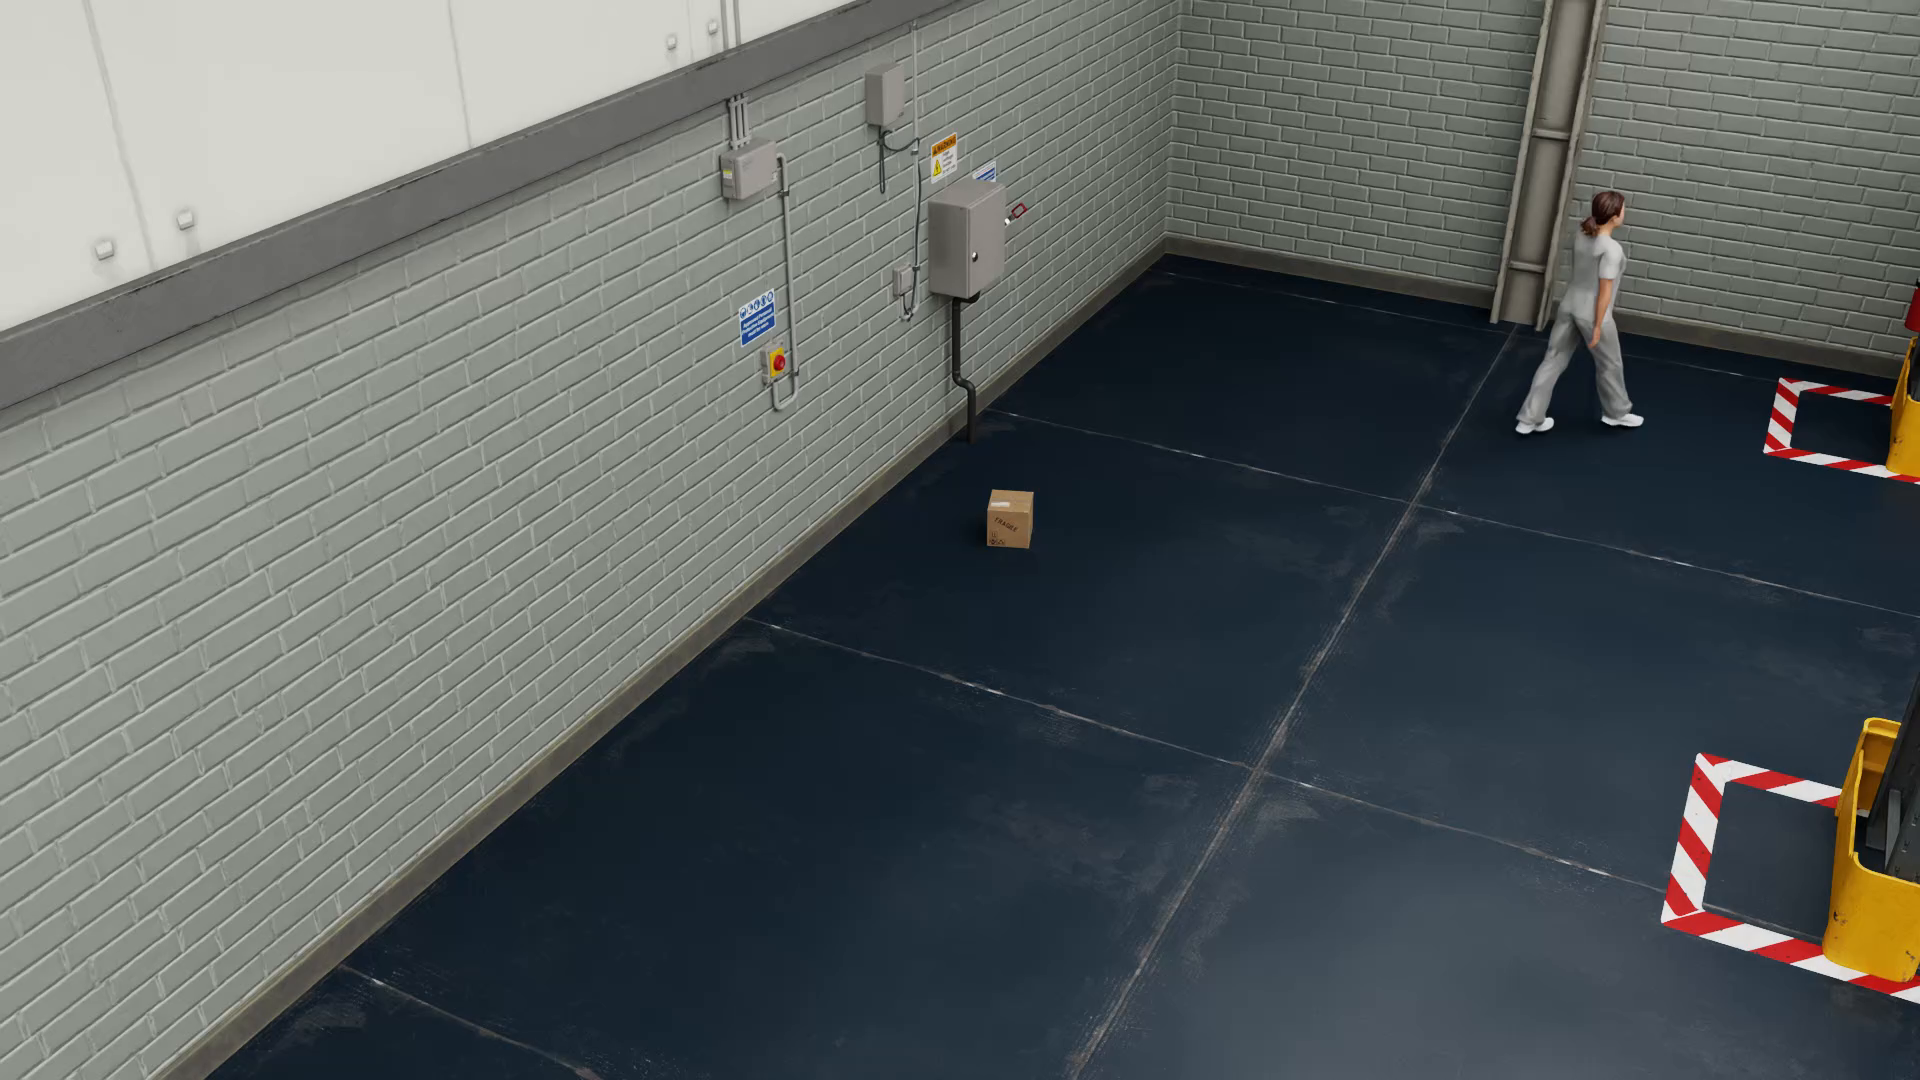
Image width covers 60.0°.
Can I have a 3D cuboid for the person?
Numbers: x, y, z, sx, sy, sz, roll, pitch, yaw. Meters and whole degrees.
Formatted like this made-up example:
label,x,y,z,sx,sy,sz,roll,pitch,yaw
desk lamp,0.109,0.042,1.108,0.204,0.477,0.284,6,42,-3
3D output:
label,x,y,z,sx,sy,sz,roll,pitch,yaw
person,4.272,-1.482,10.823,0.868,1.654,0.451,-11,32,-18
